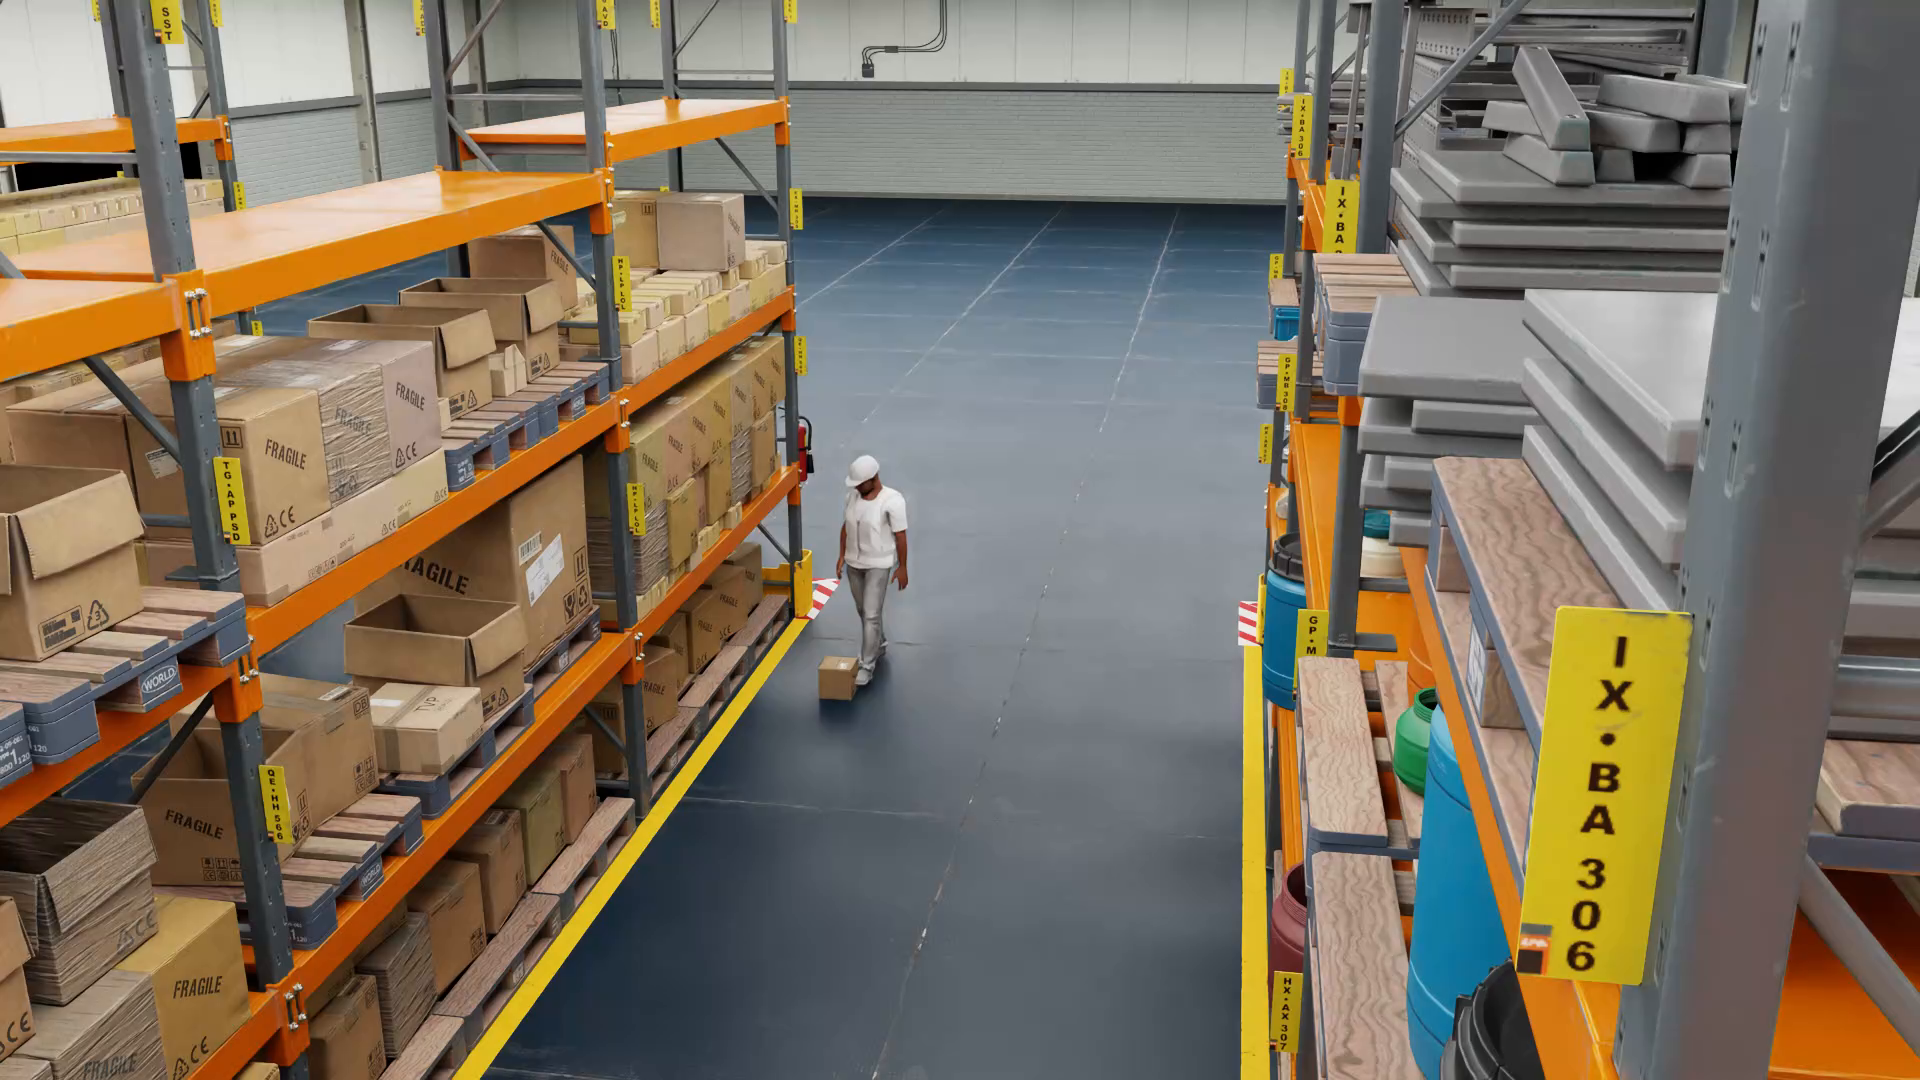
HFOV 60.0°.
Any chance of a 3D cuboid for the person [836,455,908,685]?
[{"bbox_3d":[-0.754,0.203,12.842,0.629,1.742,0.769,12,21,33],"label":"person"}]
